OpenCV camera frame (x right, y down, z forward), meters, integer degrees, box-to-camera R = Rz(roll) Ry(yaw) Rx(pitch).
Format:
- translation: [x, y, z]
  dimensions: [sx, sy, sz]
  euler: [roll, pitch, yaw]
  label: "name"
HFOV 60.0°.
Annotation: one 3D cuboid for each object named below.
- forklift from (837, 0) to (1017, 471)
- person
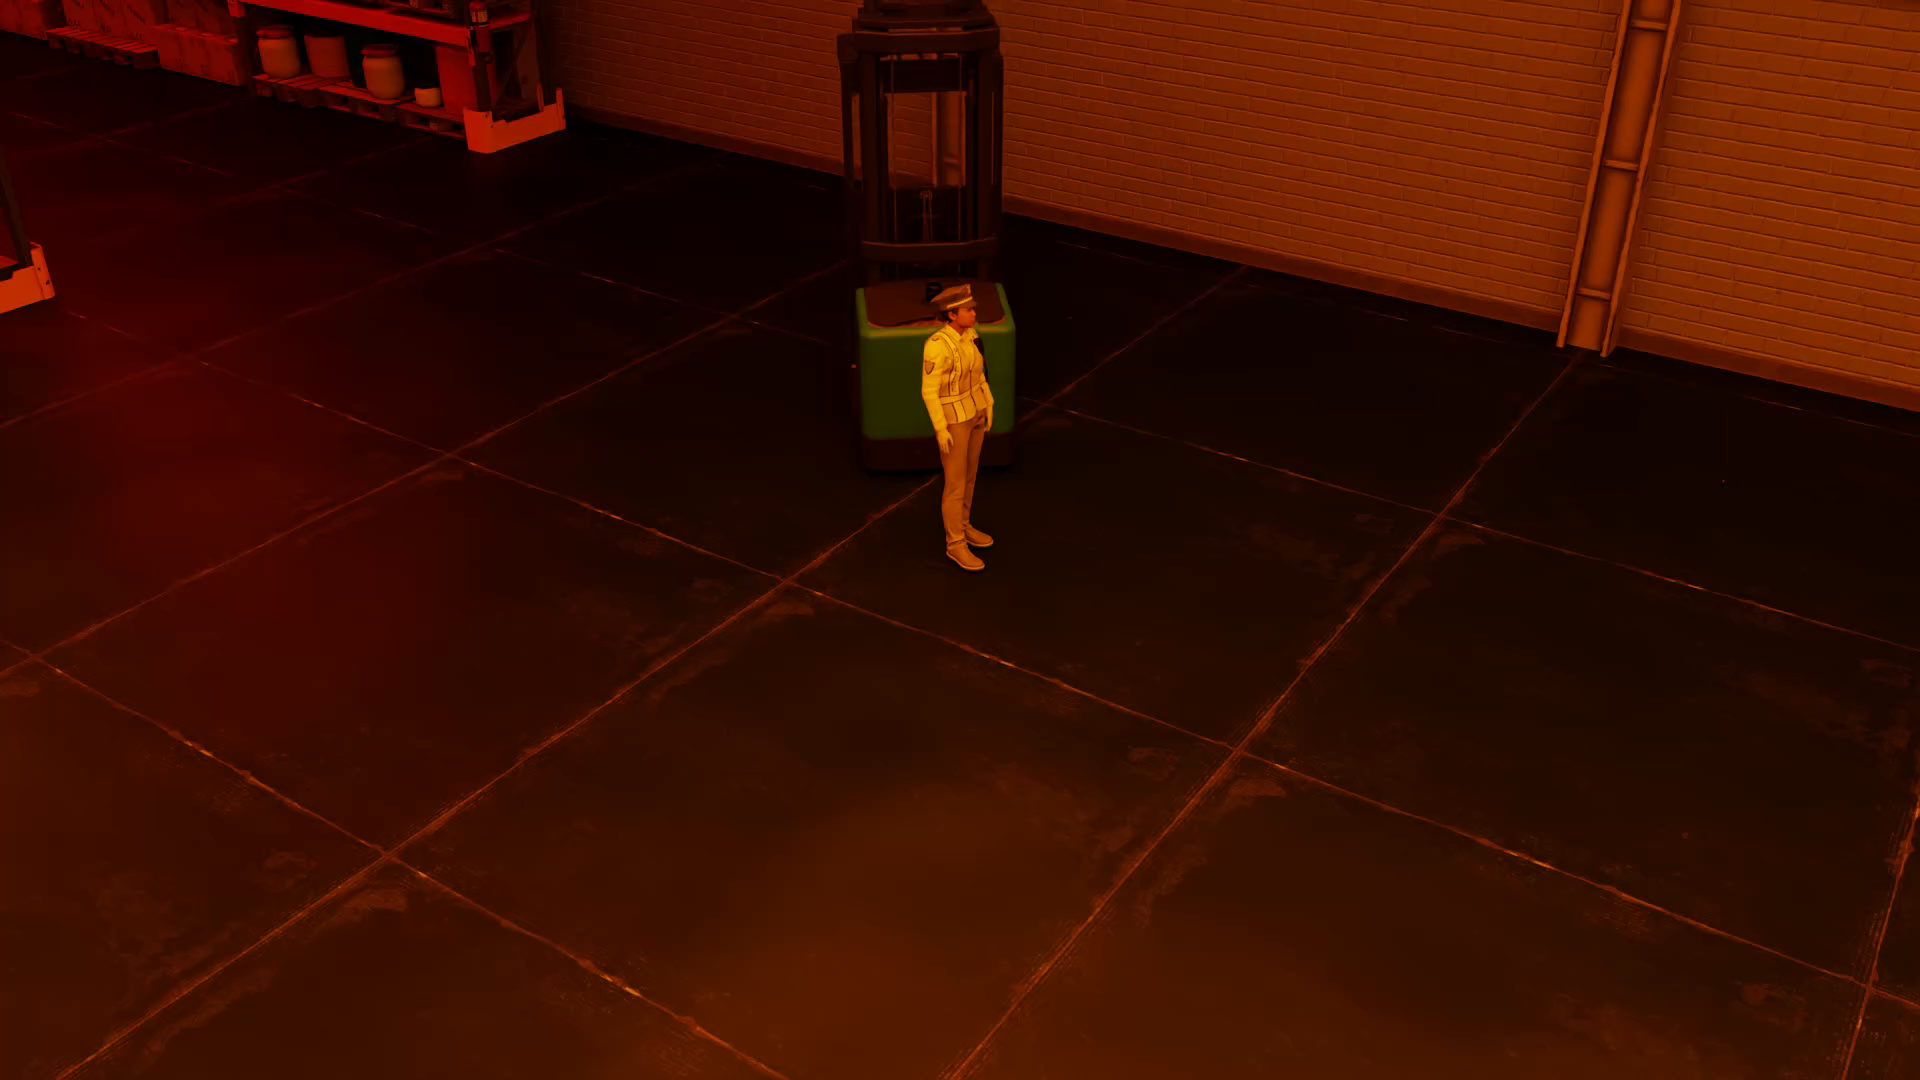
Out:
- translation: [-0.278, -2.444, 11.789]
  dimensions: [1.130, 2.935, 3.031]
  euler: [-3, 30, -5]
  label: "forklift"
- translation: [0.054, -0.717, 10.033]
  dimensions: [0.529, 1.694, 0.587]
  euler: [19, 35, 29]
  label: "person"
